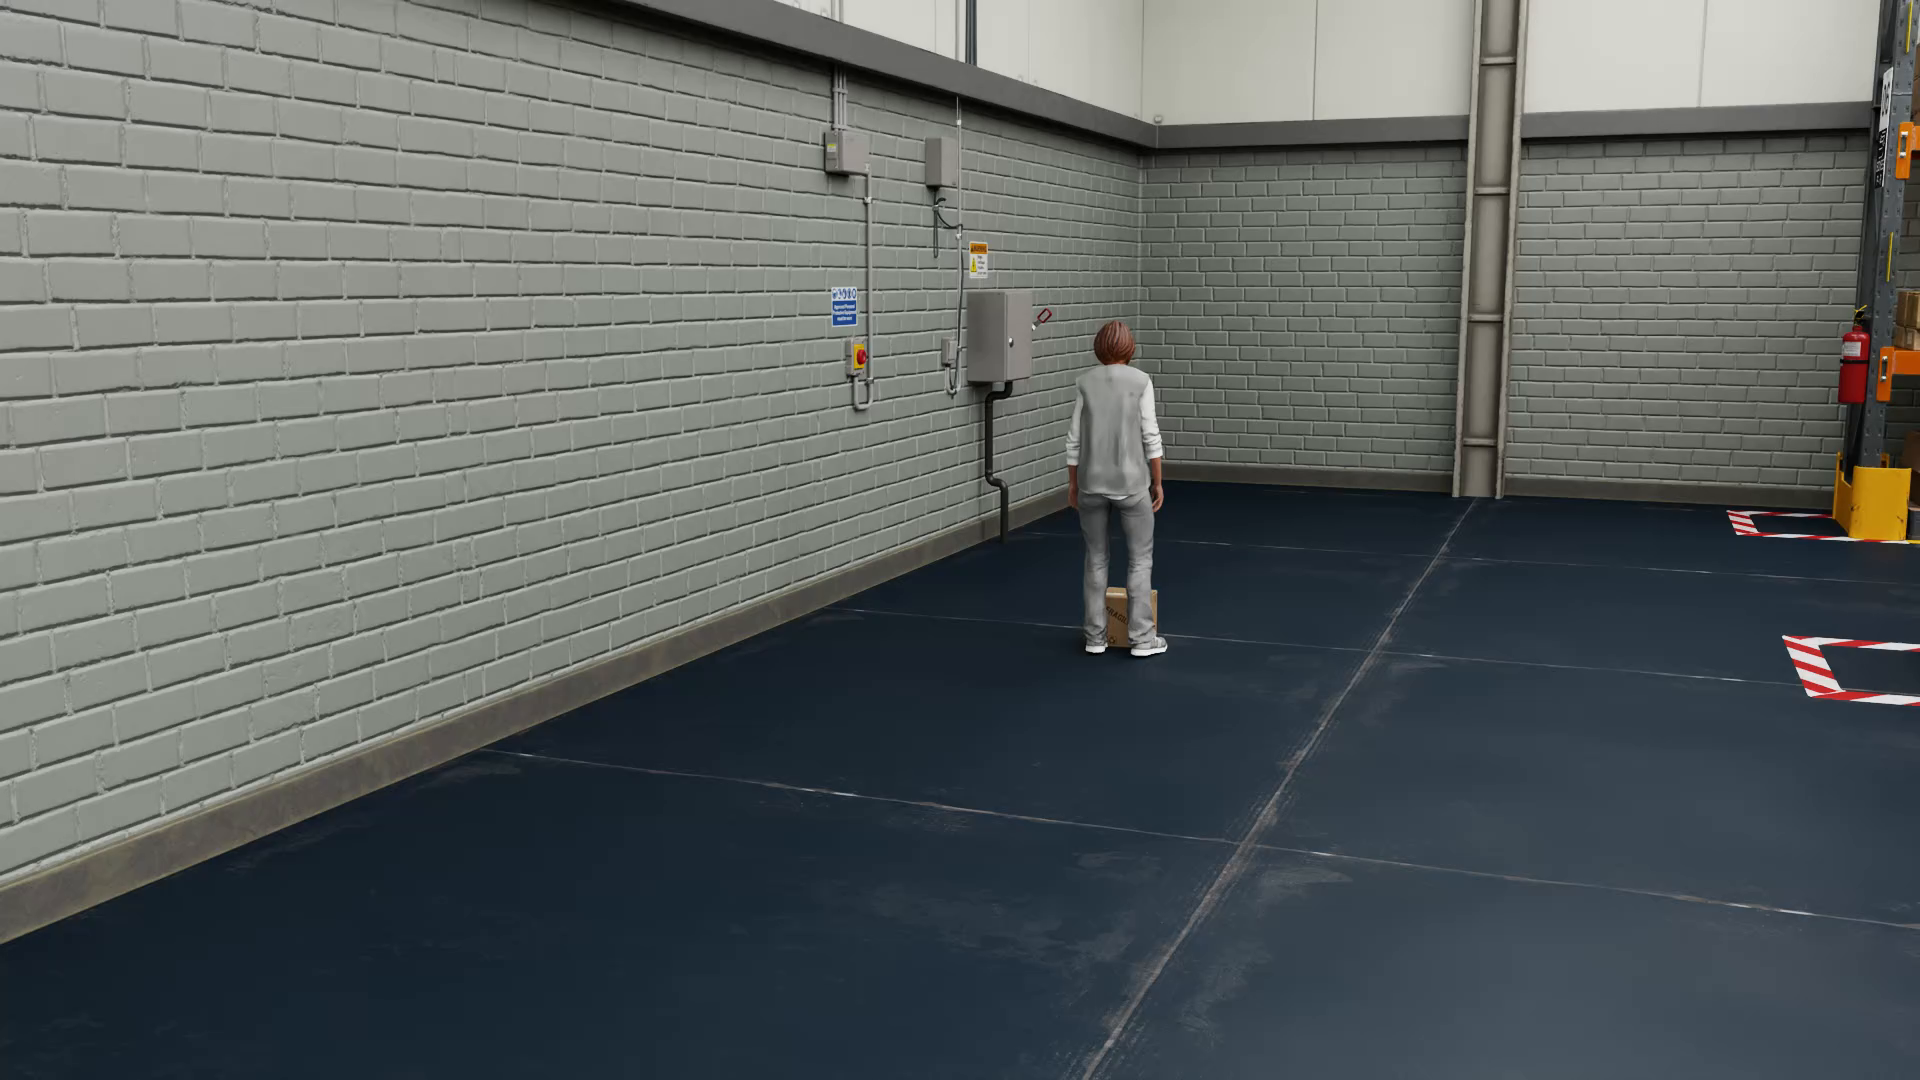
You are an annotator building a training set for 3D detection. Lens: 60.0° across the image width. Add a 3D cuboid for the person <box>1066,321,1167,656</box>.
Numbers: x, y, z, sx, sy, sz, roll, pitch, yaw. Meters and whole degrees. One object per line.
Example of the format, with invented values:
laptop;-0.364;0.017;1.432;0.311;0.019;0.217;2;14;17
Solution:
person;0.743;-0.241;7.933;0.484;1.592;0.347;3;9;18
